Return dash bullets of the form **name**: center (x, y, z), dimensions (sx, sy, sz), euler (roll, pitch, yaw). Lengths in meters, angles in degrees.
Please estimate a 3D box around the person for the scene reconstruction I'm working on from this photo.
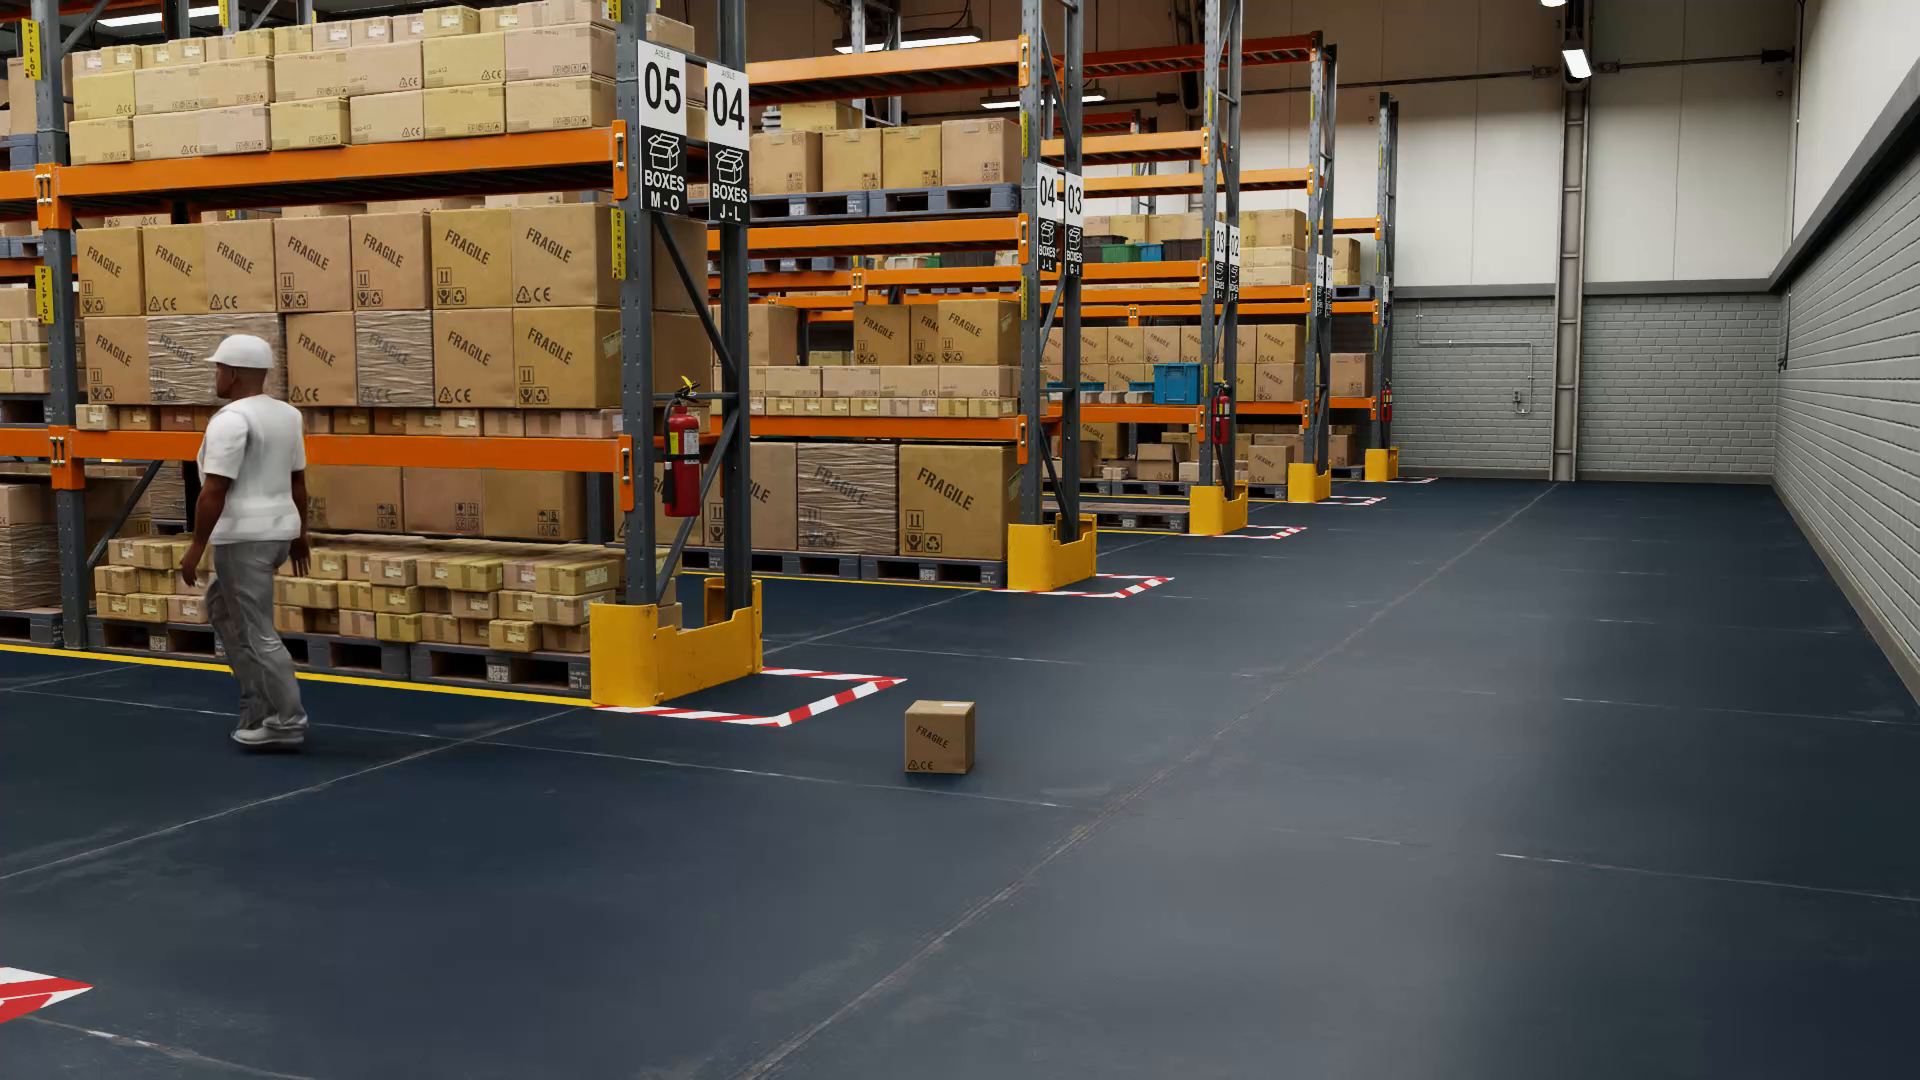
- **person**: center (-3.067, 0.024, 7.134), dimensions (0.532, 1.799, 0.598), euler (1, 6, 6)
